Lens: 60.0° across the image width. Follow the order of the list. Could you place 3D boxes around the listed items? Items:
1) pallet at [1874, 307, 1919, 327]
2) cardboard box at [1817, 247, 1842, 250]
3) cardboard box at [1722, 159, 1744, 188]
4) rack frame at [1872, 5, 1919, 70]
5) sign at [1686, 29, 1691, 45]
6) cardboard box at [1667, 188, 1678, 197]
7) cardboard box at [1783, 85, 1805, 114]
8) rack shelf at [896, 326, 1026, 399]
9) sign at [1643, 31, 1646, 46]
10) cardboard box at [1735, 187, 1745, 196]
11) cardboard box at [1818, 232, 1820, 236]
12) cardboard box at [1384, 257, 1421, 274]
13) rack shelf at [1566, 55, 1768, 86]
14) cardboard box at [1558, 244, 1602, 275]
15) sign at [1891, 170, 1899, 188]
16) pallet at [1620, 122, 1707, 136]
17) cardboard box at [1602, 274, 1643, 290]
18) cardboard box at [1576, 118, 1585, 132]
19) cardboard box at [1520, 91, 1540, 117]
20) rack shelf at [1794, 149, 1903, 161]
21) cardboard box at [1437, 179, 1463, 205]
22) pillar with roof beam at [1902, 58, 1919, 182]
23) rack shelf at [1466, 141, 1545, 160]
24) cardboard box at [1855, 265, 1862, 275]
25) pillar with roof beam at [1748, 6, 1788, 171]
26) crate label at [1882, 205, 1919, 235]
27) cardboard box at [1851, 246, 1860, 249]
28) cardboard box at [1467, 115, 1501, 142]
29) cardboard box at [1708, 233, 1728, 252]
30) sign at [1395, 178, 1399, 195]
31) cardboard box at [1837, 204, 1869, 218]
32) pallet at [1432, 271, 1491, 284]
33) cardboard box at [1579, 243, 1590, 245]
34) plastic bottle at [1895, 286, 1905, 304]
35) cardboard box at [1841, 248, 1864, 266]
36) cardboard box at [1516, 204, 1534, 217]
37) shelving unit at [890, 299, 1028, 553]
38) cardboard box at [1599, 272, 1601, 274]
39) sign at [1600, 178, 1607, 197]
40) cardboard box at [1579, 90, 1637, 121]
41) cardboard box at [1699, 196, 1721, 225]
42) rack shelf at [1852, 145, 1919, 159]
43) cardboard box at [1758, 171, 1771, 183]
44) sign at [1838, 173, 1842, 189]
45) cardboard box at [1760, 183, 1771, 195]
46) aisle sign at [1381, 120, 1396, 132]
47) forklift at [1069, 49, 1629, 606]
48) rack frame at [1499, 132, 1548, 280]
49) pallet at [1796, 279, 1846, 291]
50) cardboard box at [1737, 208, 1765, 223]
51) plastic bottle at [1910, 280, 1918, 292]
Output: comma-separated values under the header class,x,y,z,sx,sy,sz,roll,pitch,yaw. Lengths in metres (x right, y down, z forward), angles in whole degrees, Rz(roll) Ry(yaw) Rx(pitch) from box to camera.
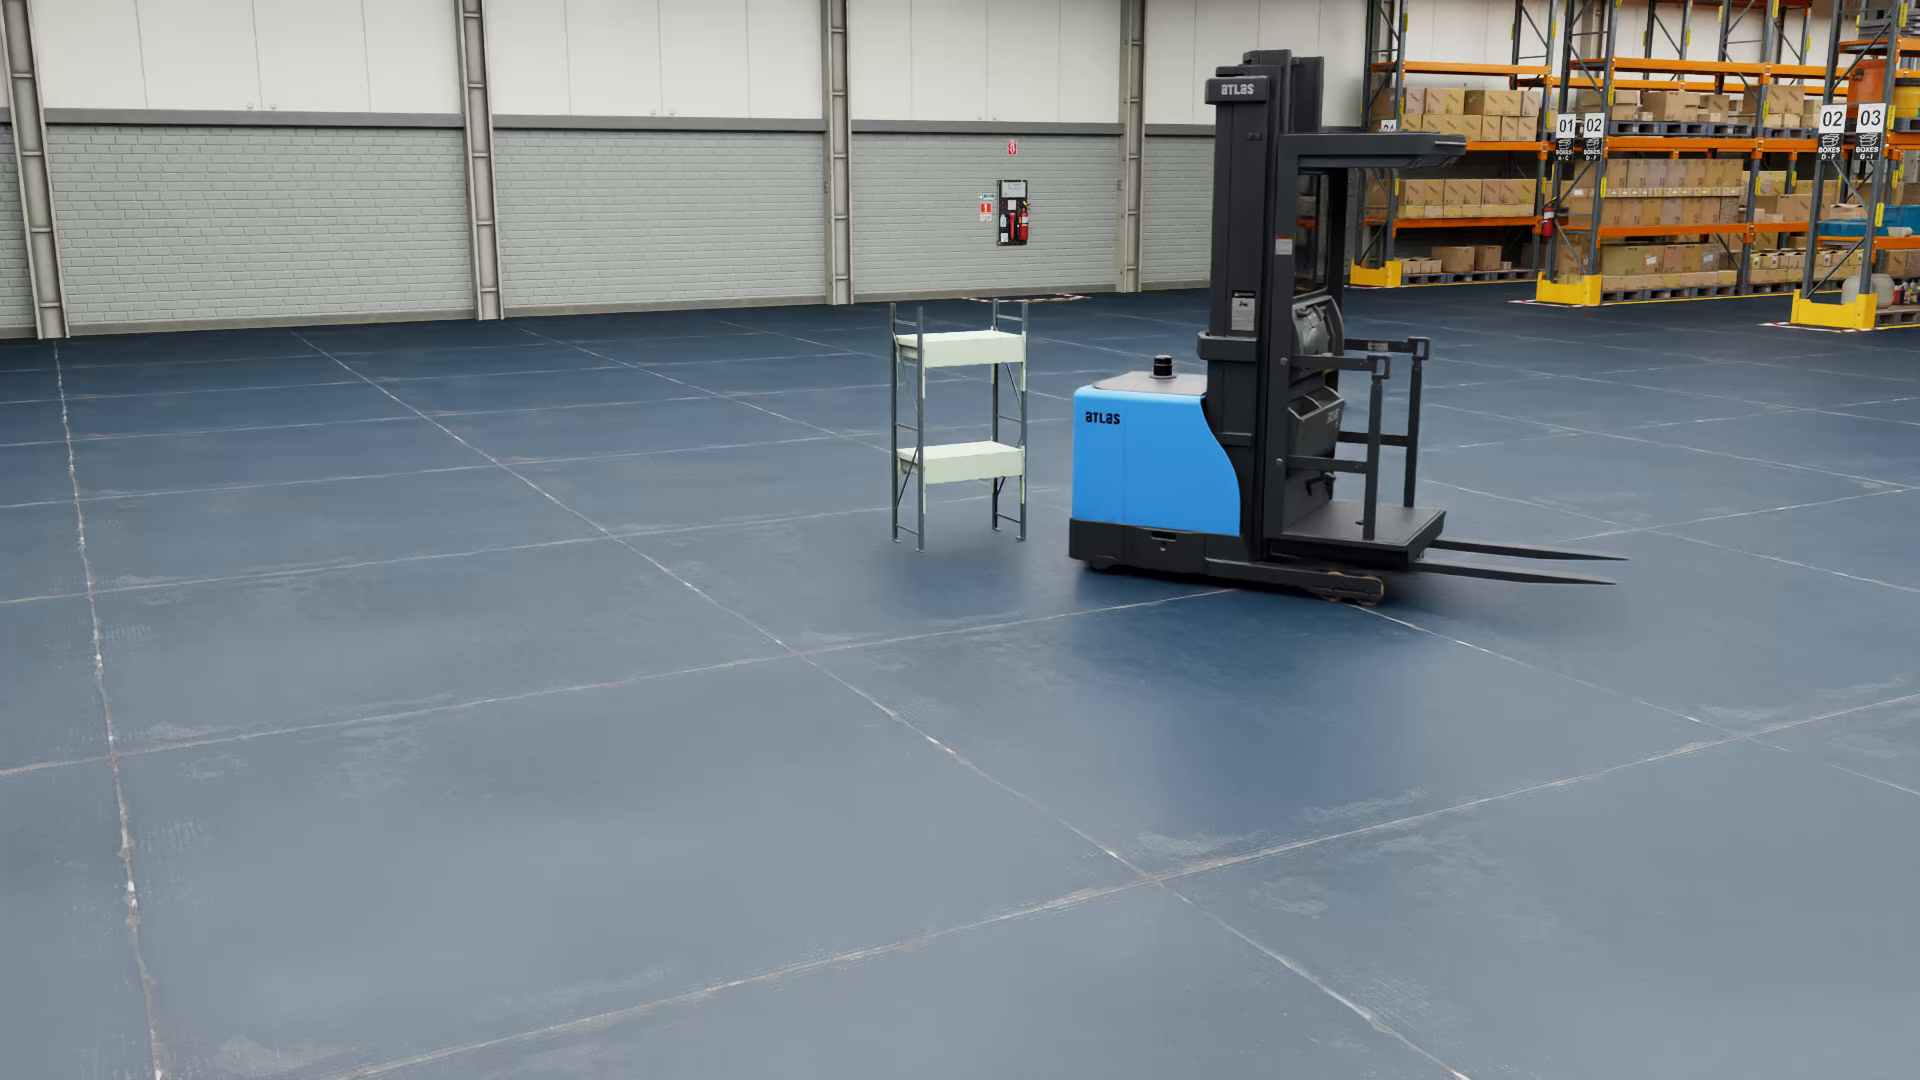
class,x,y,z,sx,sy,sz,roll,pitch,yaw
pallet,13.759,-3.402,25.243,1.213,0.211,1.003,-7,14,-28
cardboard box,17.051,-5.596,32.670,0.500,0.311,0.500,-6,14,-26
cardboard box,13.754,-6.670,30.233,0.500,0.500,0.700,-7,14,-28
rack frame,22.296,-11.180,39.790,0.127,3.000,1.000,-7,14,-28
sign,15.543,-10.729,35.479,0.005,0.325,0.100,-7,14,-28
cardboard box,12.426,-6.142,29.364,0.250,0.149,0.380,-7,14,-27
cardboard box,15.189,-8.119,30.698,0.500,0.500,0.500,-5,14,-22
rack shelf,-0.006,-1.112,10.356,0.720,0.370,0.431,-7,14,-28
sign,15.005,-10.978,36.404,0.005,0.325,0.100,-7,14,-28
cardboard box,14.004,-6.332,30.206,0.250,0.149,0.380,-7,14,-28
cardboard box,20.337,-7.249,39.246,0.250,0.149,0.380,-7,15,-29
cardboard box,8.903,-5.528,33.463,0.500,0.311,0.500,-9,15,-34
rack shelf,12.385,-8.207,29.128,4.000,0.370,1.077,-7,14,-28
cardboard box,10.957,-4.958,29.408,0.500,0.500,0.500,-7,14,-28
sign,17.920,-6.915,31.868,0.005,0.325,0.100,-7,14,-28
pallet,12.334,-7.234,29.292,1.213,0.211,1.003,-7,14,-28
cardboard box,11.644,-4.546,29.282,0.500,0.250,0.500,-7,14,-28
cardboard box,12.822,-8.722,34.949,0.500,0.311,0.500,-6,14,-26
cardboard box,11.454,-8.895,33.921,0.500,0.500,0.500,-8,15,-33
rack shelf,20.541,-9.155,39.263,4.000,0.370,1.077,-7,14,-28
cardboard box,9.711,-6.968,33.326,0.500,0.500,0.500,-7,15,-30
pillar with roof beam,26.314,-10.801,38.106,0.400,9.000,9.100,-7,14,-28
rack shelf,10.008,-7.893,33.654,4.000,0.370,1.077,-7,14,-28
cardboard box,17.306,-5.218,32.270,0.500,0.250,0.500,-6,14,-27
pillar with roof beam,21.048,-10.170,35.302,0.548,9.000,9.100,-7,14,-28
crate label,14.485,-4.923,25.574,0.616,0.435,0.502,-7,14,-28
cardboard box,21.291,-7.093,40.030,0.500,0.500,0.700,-7,14,-28
cardboard box,10.520,-8.295,33.532,0.500,0.500,0.500,-7,15,-30
cardboard box,16.755,-6.710,37.534,0.750,0.750,0.750,-7,14,-28
sign,8.513,-6.887,32.410,0.005,0.325,0.100,-7,14,-28
cardboard box,17.311,-6.384,32.346,0.500,0.311,0.500,-6,14,-24
pallet,10.119,-5.423,34.227,1.213,0.211,1.003,-7,14,-28
cardboard box,13.298,-6.176,35.912,0.500,0.500,0.700,-7,14,-27
plastic bottle,14.687,-3.828,25.973,0.133,0.283,0.061,-7,14,-28
cardboard box,17.309,-5.492,32.207,0.500,0.311,0.500,-6,14,-26
cardboard box,11.493,-6.819,34.373,0.500,0.250,0.500,-7,14,-28
shelving unit,-0.006,-0.731,10.441,0.755,1.500,0.431,-7,14,-28
cardboard box,11.392,-4.647,29.733,0.500,0.250,0.500,-7,14,-28
sign,10.890,-5.969,28.147,0.005,0.325,0.100,-7,14,-28
cardboard box,11.136,-7.462,28.592,0.637,0.503,0.797,-6,14,-24
cardboard box,13.294,-5.980,30.123,0.500,0.500,0.700,-7,14,-28
rack shelf,19.407,-7.780,33.153,4.000,0.370,1.077,-7,14,-28
cardboard box,18.044,-8.251,37.783,0.500,0.250,0.500,-6,14,-27
sign,17.383,-7.087,32.811,0.005,0.325,0.100,-7,14,-28
cardboard box,18.058,-7.883,37.854,0.500,0.500,0.500,-7,14,-27
aisle sign,8.333,-7.773,32.393,0.004,0.787,0.394,-7,14,-28
forklift,2.195,-1.205,9.288,3.031,2.935,1.130,6,14,26
rack frame,11.763,-6.991,34.839,0.127,3.000,1.000,-7,14,-28
pallet,16.910,-5.018,32.424,1.213,0.211,1.003,-7,14,-28
cardboard box,14.551,-6.023,30.883,0.500,0.250,0.500,-6,14,-24
plastic bottle,15.064,-3.934,26.289,0.185,0.351,0.144,-7,14,-28
